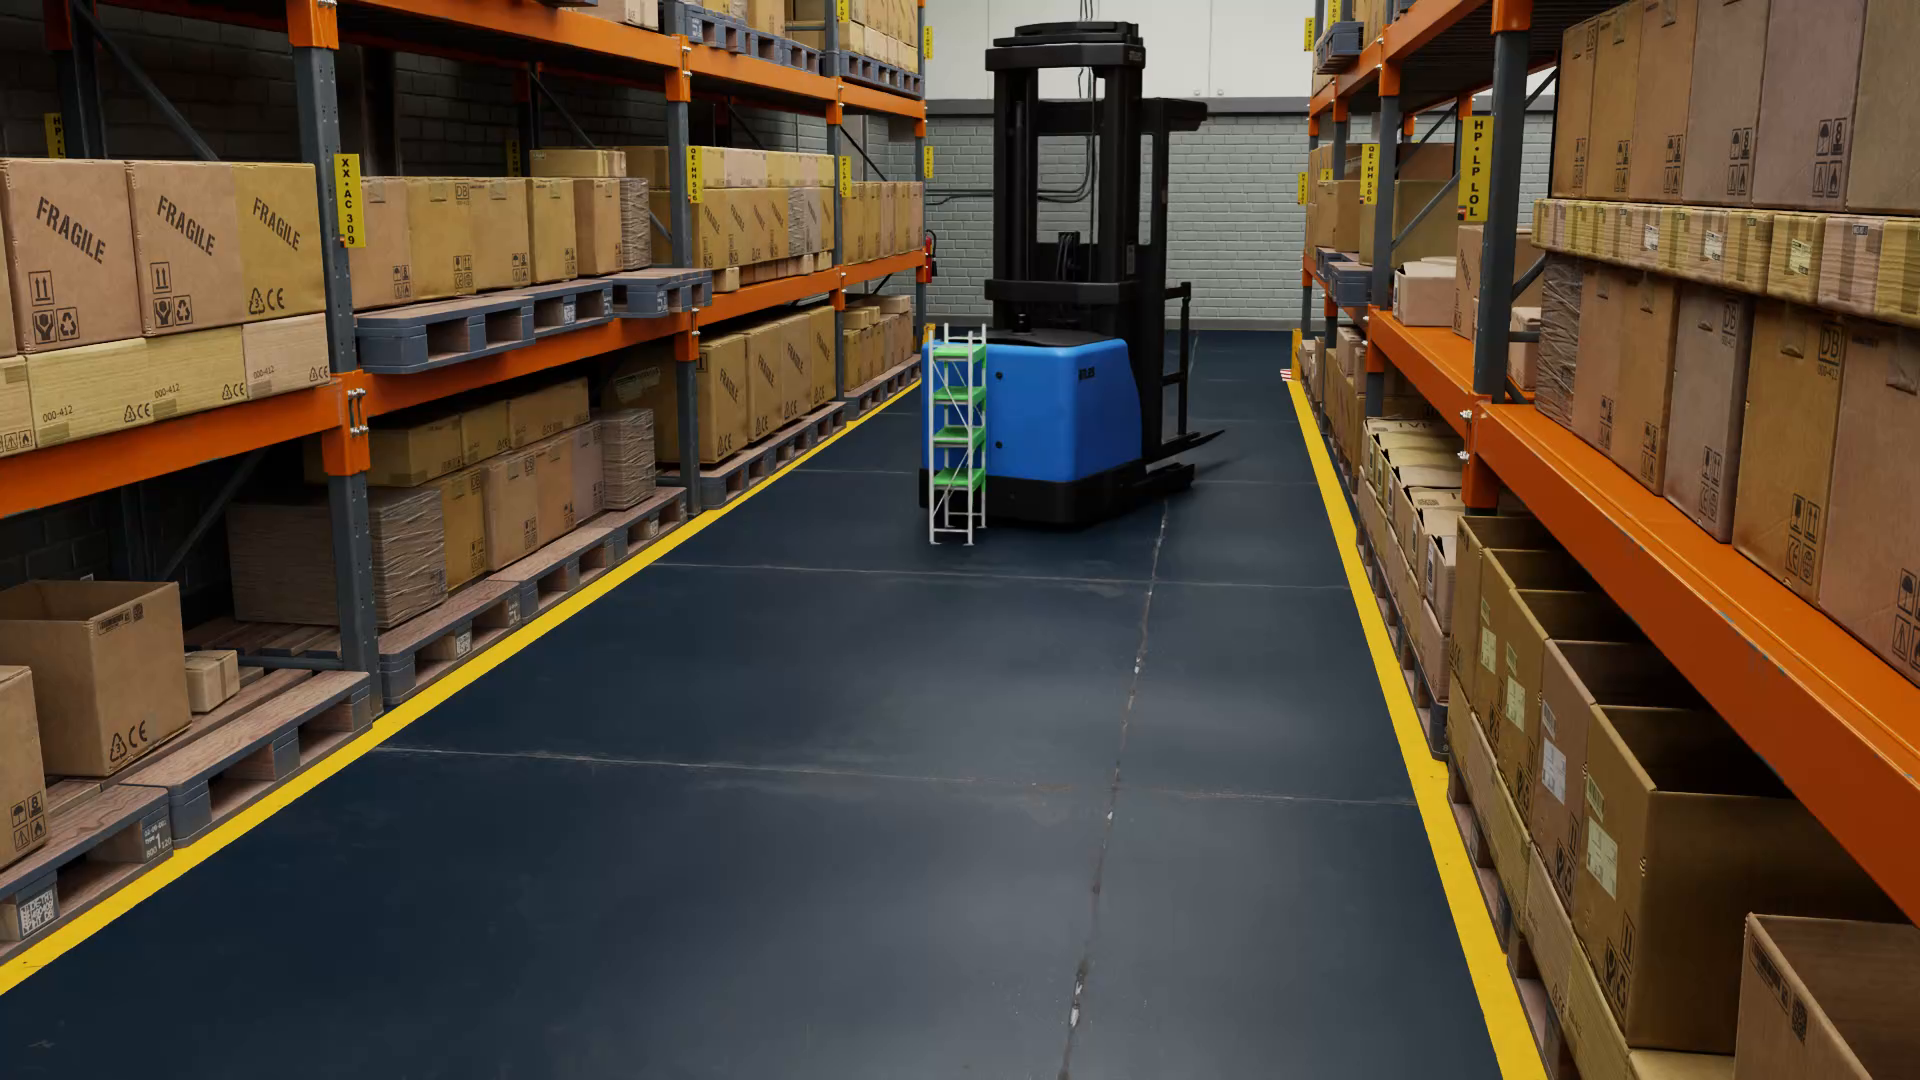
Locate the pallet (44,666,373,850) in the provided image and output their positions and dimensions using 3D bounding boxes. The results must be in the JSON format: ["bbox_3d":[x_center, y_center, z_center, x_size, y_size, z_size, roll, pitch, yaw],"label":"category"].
[{"bbox_3d":[-2.780,0.705,5.720,1.003,0.211,1.213,2,12,9],"label":"pallet"}]

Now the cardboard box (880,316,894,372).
[{"bbox_3d":[-1.029,-1.922,16.230,0.700,0.500,0.500,1,12,7],"label":"cardboard box"}]

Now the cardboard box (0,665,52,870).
[{"bbox_3d":[-2.882,0.630,4.340,0.700,0.500,0.500,1,12,5],"label":"cardboard box"}]

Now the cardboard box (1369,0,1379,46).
[{"bbox_3d":[2.911,-3.185,9.796,0.910,0.500,0.500,2,12,9],"label":"cardboard box"}]

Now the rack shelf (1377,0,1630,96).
[{"bbox_3d":[2.491,-2.170,7.031,1.077,0.370,4.000,2,12,9],"label":"rack shelf"}]

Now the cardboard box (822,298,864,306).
[{"bbox_3d":[-1.170,-2.323,16.551,0.380,0.149,0.250,2,12,9],"label":"cardboard box"}]

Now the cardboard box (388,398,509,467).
[{"bbox_3d":[-2.475,-0.513,7.861,0.500,0.250,0.500,2,12,7],"label":"cardboard box"}]

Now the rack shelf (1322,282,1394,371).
[{"bbox_3d":[3.106,-1.537,11.211,1.077,0.370,4.000,2,12,9],"label":"rack shelf"}]

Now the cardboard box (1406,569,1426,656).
[{"bbox_3d":[2.040,0.299,6.517,0.500,0.250,0.500,2,12,8],"label":"cardboard box"}]

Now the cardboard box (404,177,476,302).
[{"bbox_3d":[-2.507,-1.284,7.049,0.700,0.500,0.500,3,13,14],"label":"cardboard box"}]

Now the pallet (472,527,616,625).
[{"bbox_3d":[-2.408,0.147,8.309,1.003,0.211,1.213,2,12,9],"label":"pallet"}]

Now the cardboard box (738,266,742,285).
[{"bbox_3d":[-1.697,-1.795,11.251,0.380,0.149,0.250,2,12,10],"label":"cardboard box"}]

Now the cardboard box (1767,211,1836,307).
[{"bbox_3d":[1.598,-0.473,2.791,0.380,0.149,0.250,2,12,10],"label":"cardboard box"}]

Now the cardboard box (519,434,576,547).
[{"bbox_3d":[-2.399,-0.265,8.494,0.700,0.500,0.500,2,12,8],"label":"cardboard box"}]

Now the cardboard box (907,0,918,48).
[{"bbox_3d":[-0.709,-5.150,16.490,0.500,0.500,0.500,2,12,8],"label":"cardboard box"}]

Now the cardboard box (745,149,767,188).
[{"bbox_3d":[-1.617,-2.505,11.224,0.500,0.250,0.500,2,12,9],"label":"cardboard box"}]

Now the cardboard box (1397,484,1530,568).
[{"bbox_3d":[2.115,-0.080,6.945,0.500,0.311,0.500,2,12,8],"label":"cardboard box"}]

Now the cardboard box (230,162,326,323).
[{"bbox_3d":[-2.479,-0.994,5.512,0.500,0.500,0.500,2,12,9],"label":"cardboard box"}]

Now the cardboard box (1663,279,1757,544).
[{"bbox_3d":[1.888,-0.275,3.410,0.700,0.500,0.500,2,12,10],"label":"cardboard box"}]

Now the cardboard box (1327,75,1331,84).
[{"bbox_3d":[3.313,-3.911,13.758,0.500,0.250,0.500,2,12,9],"label":"cardboard box"}]

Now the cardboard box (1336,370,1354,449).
[{"bbox_3d":[2.865,-0.884,11.367,0.500,0.500,0.500,1,12,7],"label":"cardboard box"}]

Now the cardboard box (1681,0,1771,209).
[{"bbox_3d":[1.890,-0.916,3.308,0.700,0.500,0.500,2,12,9],"label":"cardboard box"}]

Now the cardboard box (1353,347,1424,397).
[{"bbox_3d":[2.715,-1.046,10.335,0.500,0.250,0.500,2,12,11],"label":"cardboard box"}]

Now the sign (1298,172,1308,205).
[{"bbox_3d":[3.493,-3.578,16.921,0.100,0.325,0.005,2,12,9],"label":"sign"}]

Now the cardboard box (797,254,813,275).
[{"bbox_3d":[-1.336,-2.109,12.708,0.380,0.149,0.250,2,12,9],"label":"cardboard box"}]

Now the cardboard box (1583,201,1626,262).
[{"bbox_3d":[1.835,-0.795,4.285,0.380,0.149,0.250,2,12,8],"label":"cardboard box"}]

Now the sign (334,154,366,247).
[{"bbox_3d":[-2.175,-1.206,5.915,0.100,0.325,0.005,2,12,9],"label":"sign"}]

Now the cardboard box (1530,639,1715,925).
[{"bbox_3d":[1.574,0.532,3.656,0.500,0.500,0.500,2,12,9],"label":"cardboard box"}]

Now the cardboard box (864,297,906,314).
[{"bbox_3d":[-0.754,-2.363,16.733,0.380,0.149,0.250,2,12,10],"label":"cardboard box"}]

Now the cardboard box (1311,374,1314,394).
[{"bbox_3d":[3.219,-1.334,14.285,0.380,0.149,0.250,2,12,9],"label":"cardboard box"}]

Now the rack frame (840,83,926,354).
[{"bbox_3d":[-0.866,-3.297,17.672,1.000,3.000,0.127,2,12,9],"label":"rack frame"}]

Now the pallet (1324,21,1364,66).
[{"bbox_3d":[3.088,-3.330,11.149,1.213,0.211,1.003,2,12,9],"label":"pallet"}]

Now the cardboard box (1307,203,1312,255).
[{"bbox_3d":[3.626,-2.995,16.032,0.500,0.500,0.500,2,12,8],"label":"cardboard box"}]

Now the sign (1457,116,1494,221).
[{"bbox_3d":[1.646,-1.182,5.298,0.100,0.325,0.005,2,12,9],"label":"sign"}]

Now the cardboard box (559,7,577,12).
[{"bbox_3d":[-2.388,-2.891,8.377,0.797,0.503,0.637,4,13,17],"label":"cardboard box"}]

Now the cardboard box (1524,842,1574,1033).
[{"bbox_3d":[1.578,0.898,3.734,0.500,0.250,0.500,2,12,9],"label":"cardboard box"}]

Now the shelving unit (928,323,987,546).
[{"bbox_3d":[-0.011,-0.609,9.470,0.258,1.200,0.503,2,12,9],"label":"shelving unit"}]

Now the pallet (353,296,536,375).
[{"bbox_3d":[-2.451,-0.860,6.817,1.003,0.211,1.213,2,12,9],"label":"pallet"}]

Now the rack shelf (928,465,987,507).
[{"bbox_3d":[-0.011,-0.312,9.534,0.258,0.148,0.480,2,12,9],"label":"rack shelf"}]

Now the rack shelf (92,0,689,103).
[{"bbox_3d":[-2.404,-2.330,7.772,1.077,0.370,4.000,2,12,9],"label":"rack shelf"}]

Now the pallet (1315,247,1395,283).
[{"bbox_3d":[3.183,-2.048,12.332,1.003,0.211,1.213,2,12,9],"label":"pallet"}]

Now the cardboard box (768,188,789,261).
[{"bbox_3d":[-1.530,-2.249,11.819,0.500,0.500,0.500,2,12,10],"label":"cardboard box"}]

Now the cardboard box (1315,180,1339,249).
[{"bbox_3d":[3.120,-2.467,12.588,0.700,0.500,0.500,-2,12,-10],"label":"cardboard box"}]

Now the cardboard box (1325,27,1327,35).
[{"bbox_3d":[3.380,-4.260,14.190,0.500,0.250,0.500,2,12,9],"label":"cardboard box"}]

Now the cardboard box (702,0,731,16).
[{"bbox_3d":[-1.951,-3.691,11.101,0.700,0.500,0.500,3,12,12],"label":"cardboard box"}]

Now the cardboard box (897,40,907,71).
[{"bbox_3d":[-0.796,-4.675,16.067,0.500,0.250,0.500,1,12,7],"label":"cardboard box"}]

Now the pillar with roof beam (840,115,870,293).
[{"bbox_3d":[2.948,-6.680,19.131,9.100,9.000,0.400,2,12,9],"label":"pillar with roof beam"}]

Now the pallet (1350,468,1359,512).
[{"bbox_3d":[2.951,-0.263,10.212,1.003,0.211,1.213,2,12,9],"label":"pallet"}]

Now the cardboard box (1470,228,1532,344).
[{"bbox_3d":[2.476,-1.061,7.061,0.500,0.500,0.500,2,12,9],"label":"cardboard box"}]

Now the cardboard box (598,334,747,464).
[{"bbox_3d":[-1.854,-0.935,10.817,0.750,0.750,0.750,2,12,8],"label":"cardboard box"}]

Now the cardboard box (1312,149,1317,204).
[{"bbox_3d":[3.545,-3.378,15.437,0.500,0.500,0.500,2,12,9],"label":"cardboard box"}]

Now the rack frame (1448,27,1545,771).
[{"bbox_3d":[2.183,-0.639,5.339,1.000,3.000,0.127,2,12,9],"label":"rack frame"}]

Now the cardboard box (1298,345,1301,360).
[{"bbox_3d":[3.625,-1.883,16.832,0.380,0.149,0.250,2,12,9],"label":"cardboard box"}]

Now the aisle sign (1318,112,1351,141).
[{"bbox_3d":[3.749,-4.432,16.767,0.394,0.787,0.004,2,12,9],"label":"aisle sign"}]

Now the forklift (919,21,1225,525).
[{"bbox_3d":[0.912,-1.783,10.811,1.130,2.935,3.031,7,14,29],"label":"forklift"}]
